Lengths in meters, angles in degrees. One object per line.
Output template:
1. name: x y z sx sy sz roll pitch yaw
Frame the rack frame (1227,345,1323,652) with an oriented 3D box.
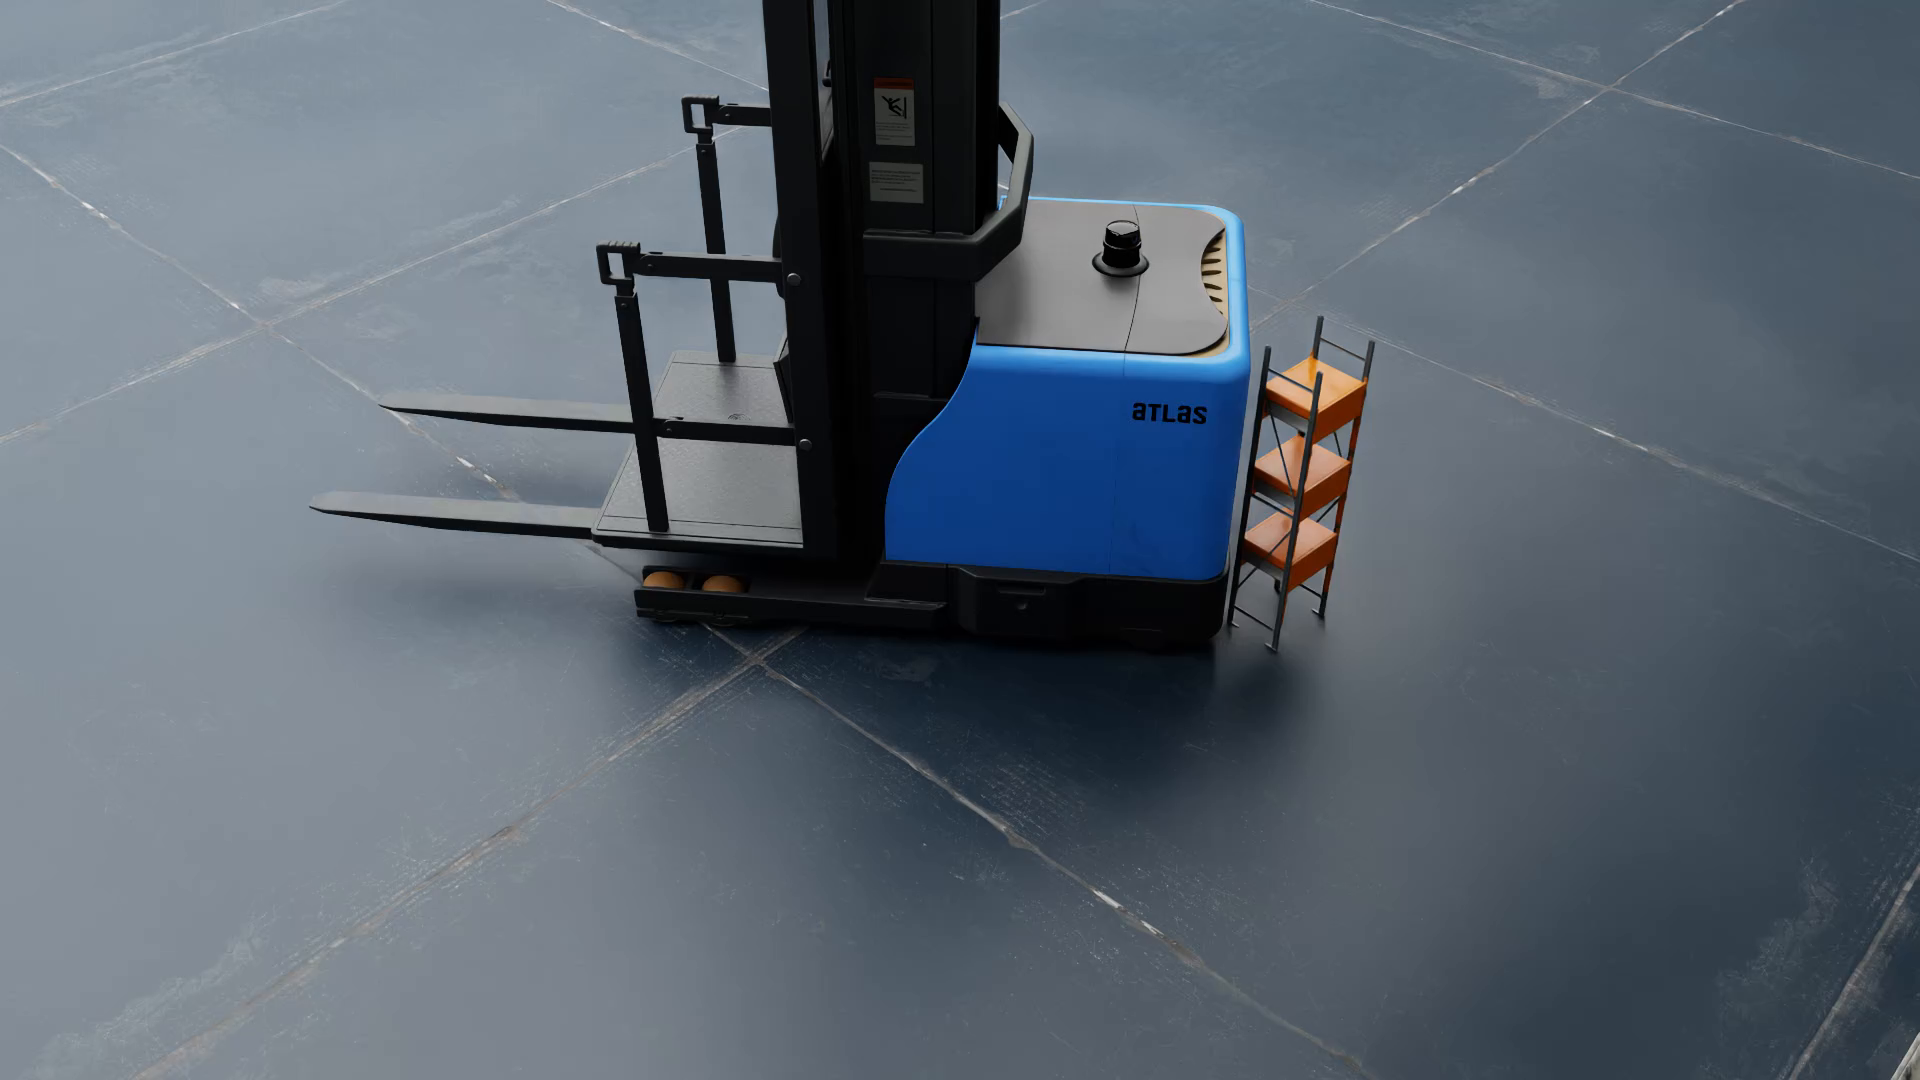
1. rack frame: 0.941 -0.101 5.022 0.008 1.050 0.200 -30 48 -32

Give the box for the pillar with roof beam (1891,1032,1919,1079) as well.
1. pillar with roof beam: -1.372 -3.556 2.982 9.100 9.000 0.400 30 47 32

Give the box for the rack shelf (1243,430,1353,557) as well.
1. rack shelf: 1.030 -0.145 5.094 0.240 0.259 0.215 -30 48 -32

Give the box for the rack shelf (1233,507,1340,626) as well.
1. rack shelf: 1.028 0.072 5.268 0.240 0.259 0.215 -30 48 -32

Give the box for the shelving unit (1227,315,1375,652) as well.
1. shelving unit: 1.030 -0.153 5.088 0.252 1.050 0.215 -30 48 -32

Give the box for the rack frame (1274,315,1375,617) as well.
1. rack frame: 1.119 -0.205 5.153 0.008 1.050 0.200 -30 48 -32

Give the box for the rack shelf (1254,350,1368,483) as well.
1. rack shelf: 1.031 -0.366 4.917 0.240 0.259 0.215 -30 48 -32

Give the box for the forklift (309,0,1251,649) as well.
1. forklift: -0.625 -1.190 4.881 3.031 2.935 1.130 4 39 5
